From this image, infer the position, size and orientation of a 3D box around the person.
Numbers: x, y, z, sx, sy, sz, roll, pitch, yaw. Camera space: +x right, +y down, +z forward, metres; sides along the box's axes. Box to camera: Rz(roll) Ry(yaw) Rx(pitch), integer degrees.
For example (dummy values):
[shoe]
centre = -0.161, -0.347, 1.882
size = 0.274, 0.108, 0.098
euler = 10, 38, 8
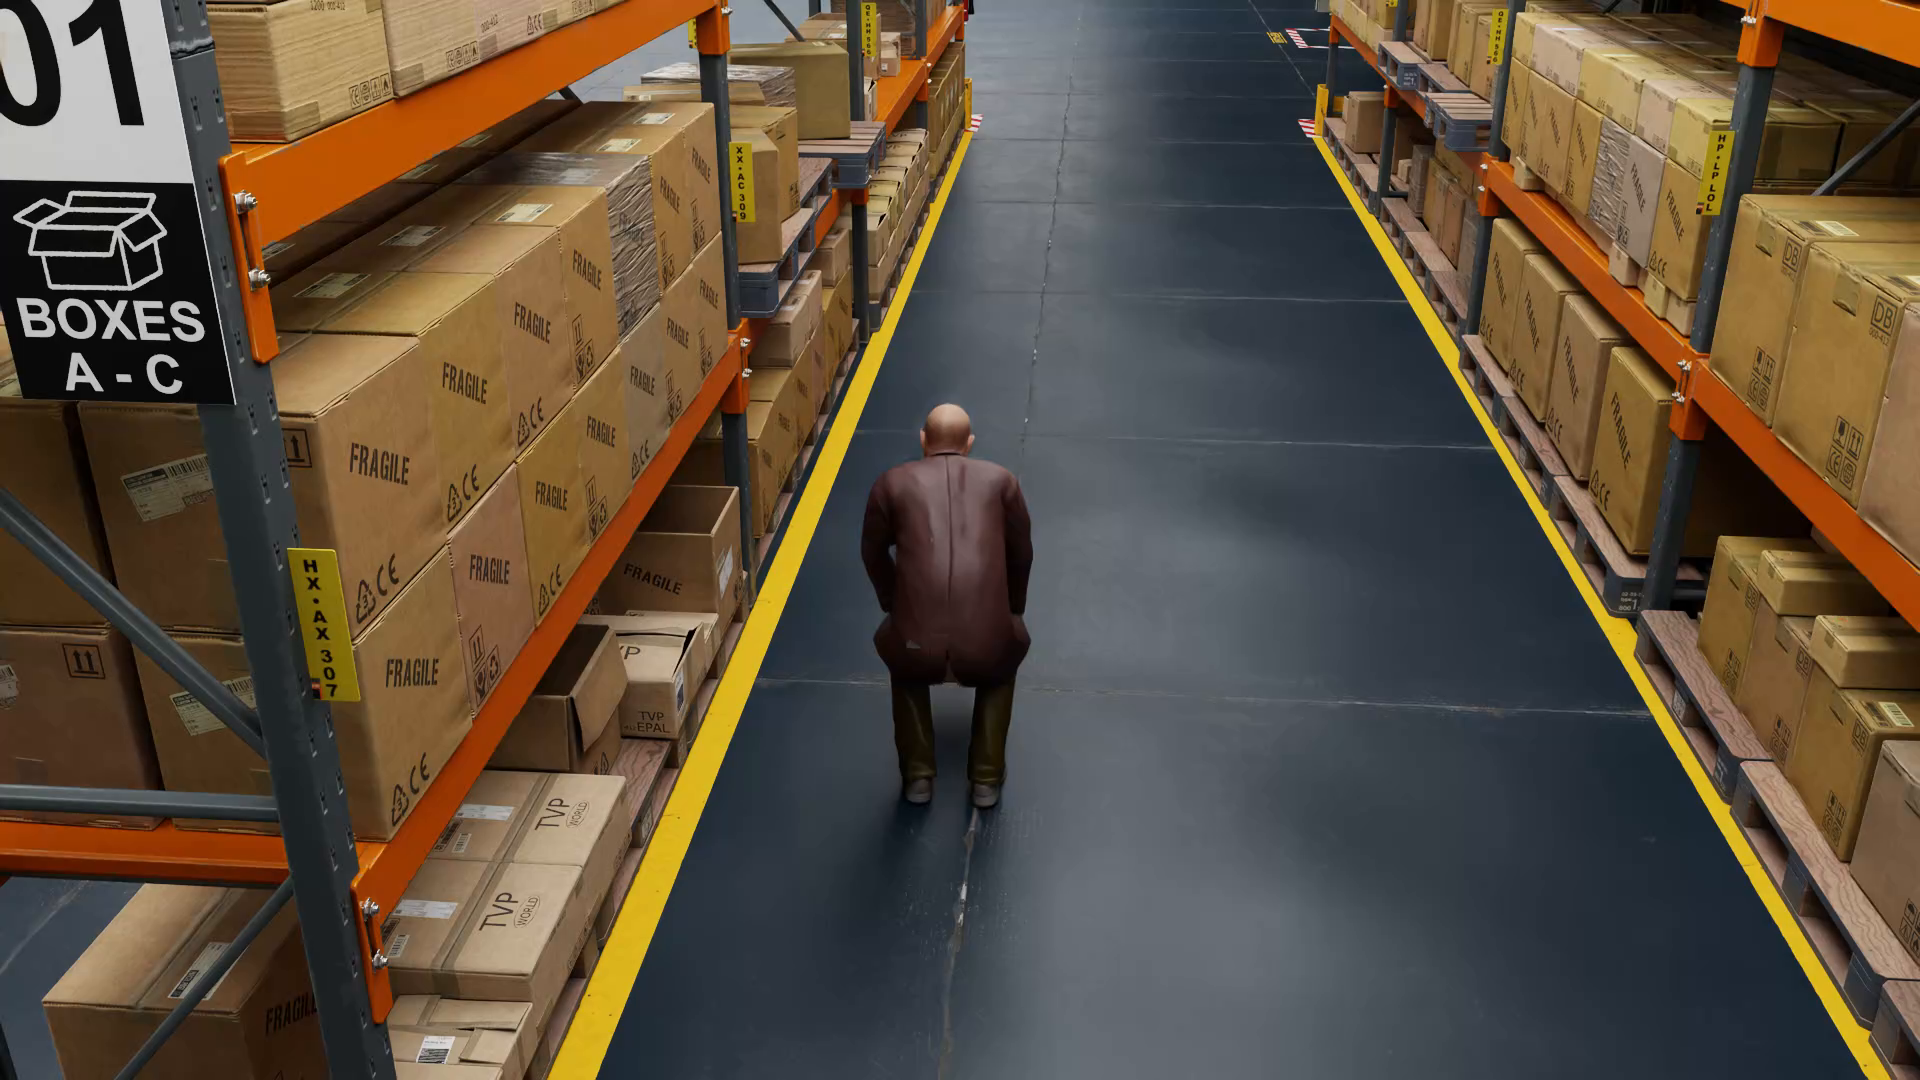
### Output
[person]
centre = -0.055, 0.256, 6.023
size = 0.631, 1.395, 0.735
euler = 2, 24, 4
